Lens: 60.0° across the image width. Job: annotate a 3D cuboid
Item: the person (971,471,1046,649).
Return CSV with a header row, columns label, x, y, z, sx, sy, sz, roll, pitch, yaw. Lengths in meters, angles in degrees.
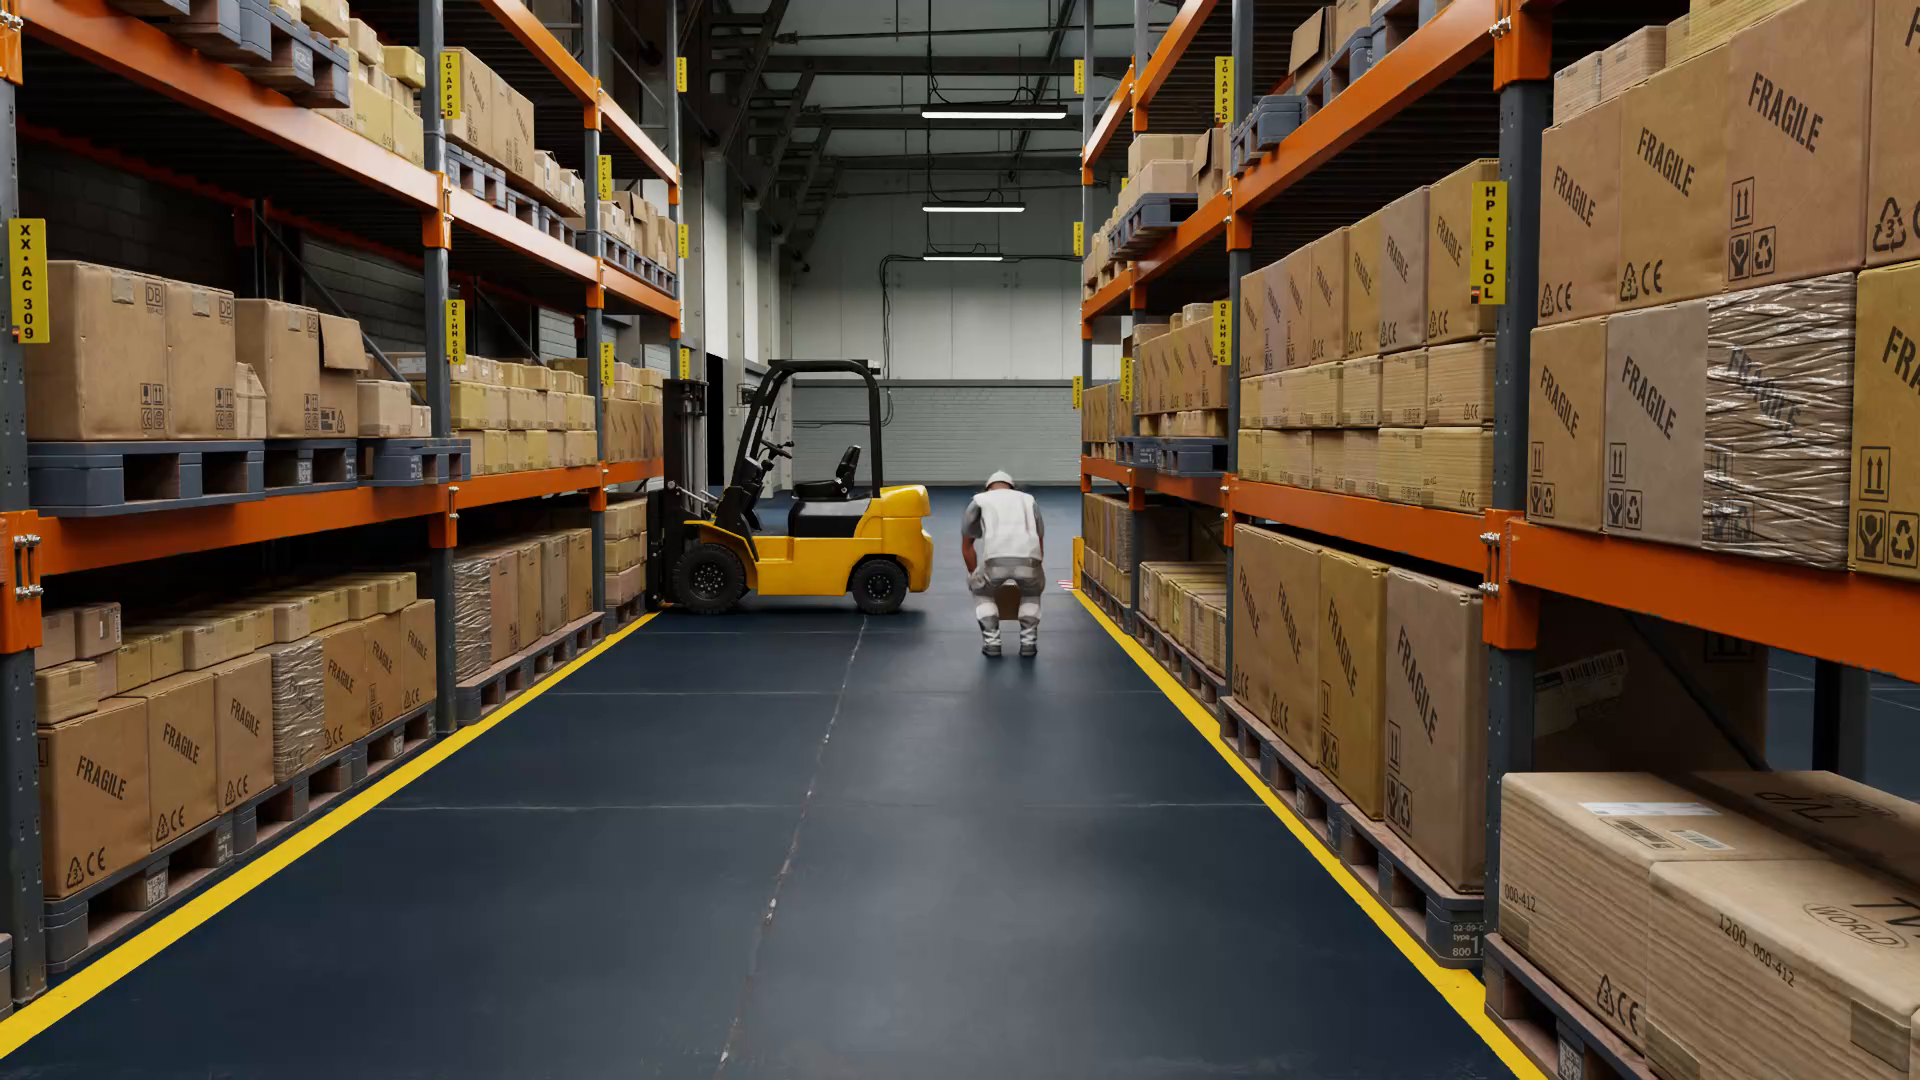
label,x,y,z,sx,sy,sz,roll,pitch,yaw
person,11.349,-0.846,27.215,23.309,1.264,31.548,0,4,-1
